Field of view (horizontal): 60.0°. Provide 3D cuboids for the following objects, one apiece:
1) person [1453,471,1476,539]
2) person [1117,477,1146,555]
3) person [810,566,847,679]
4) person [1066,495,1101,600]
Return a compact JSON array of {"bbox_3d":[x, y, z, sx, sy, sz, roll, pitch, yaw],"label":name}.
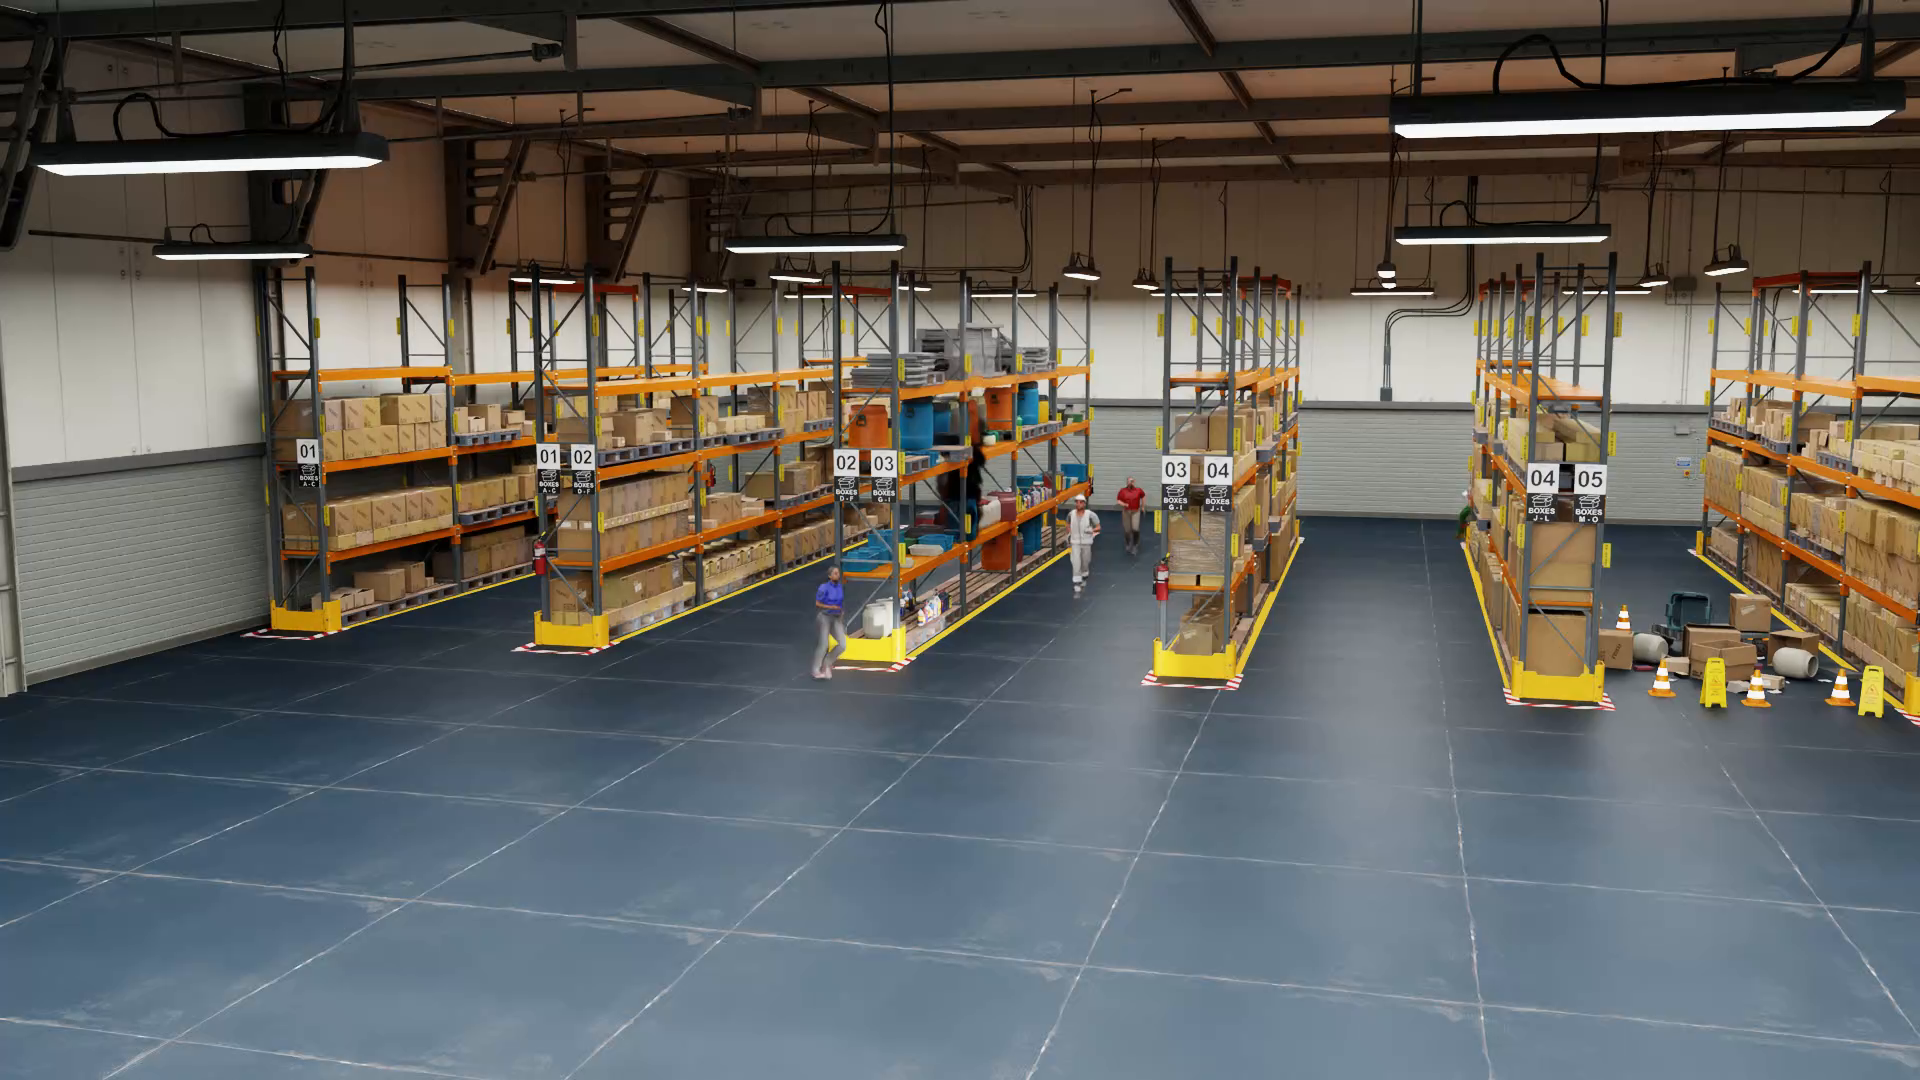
[{"bbox_3d":[12.093,-0.825,39.337,0.843,1.732,0.678,3,8,21],"label":"person"},{"bbox_3d":[3.806,-0.492,37.037,0.631,1.678,0.819,1,7,8],"label":"person"},{"bbox_3d":[-1.814,1.195,23.831,0.588,1.628,0.638,-6,10,-41],"label":"person"},{"bbox_3d":[2.158,0.105,29.277,0.634,1.815,0.873,1,7,9],"label":"person"}]
